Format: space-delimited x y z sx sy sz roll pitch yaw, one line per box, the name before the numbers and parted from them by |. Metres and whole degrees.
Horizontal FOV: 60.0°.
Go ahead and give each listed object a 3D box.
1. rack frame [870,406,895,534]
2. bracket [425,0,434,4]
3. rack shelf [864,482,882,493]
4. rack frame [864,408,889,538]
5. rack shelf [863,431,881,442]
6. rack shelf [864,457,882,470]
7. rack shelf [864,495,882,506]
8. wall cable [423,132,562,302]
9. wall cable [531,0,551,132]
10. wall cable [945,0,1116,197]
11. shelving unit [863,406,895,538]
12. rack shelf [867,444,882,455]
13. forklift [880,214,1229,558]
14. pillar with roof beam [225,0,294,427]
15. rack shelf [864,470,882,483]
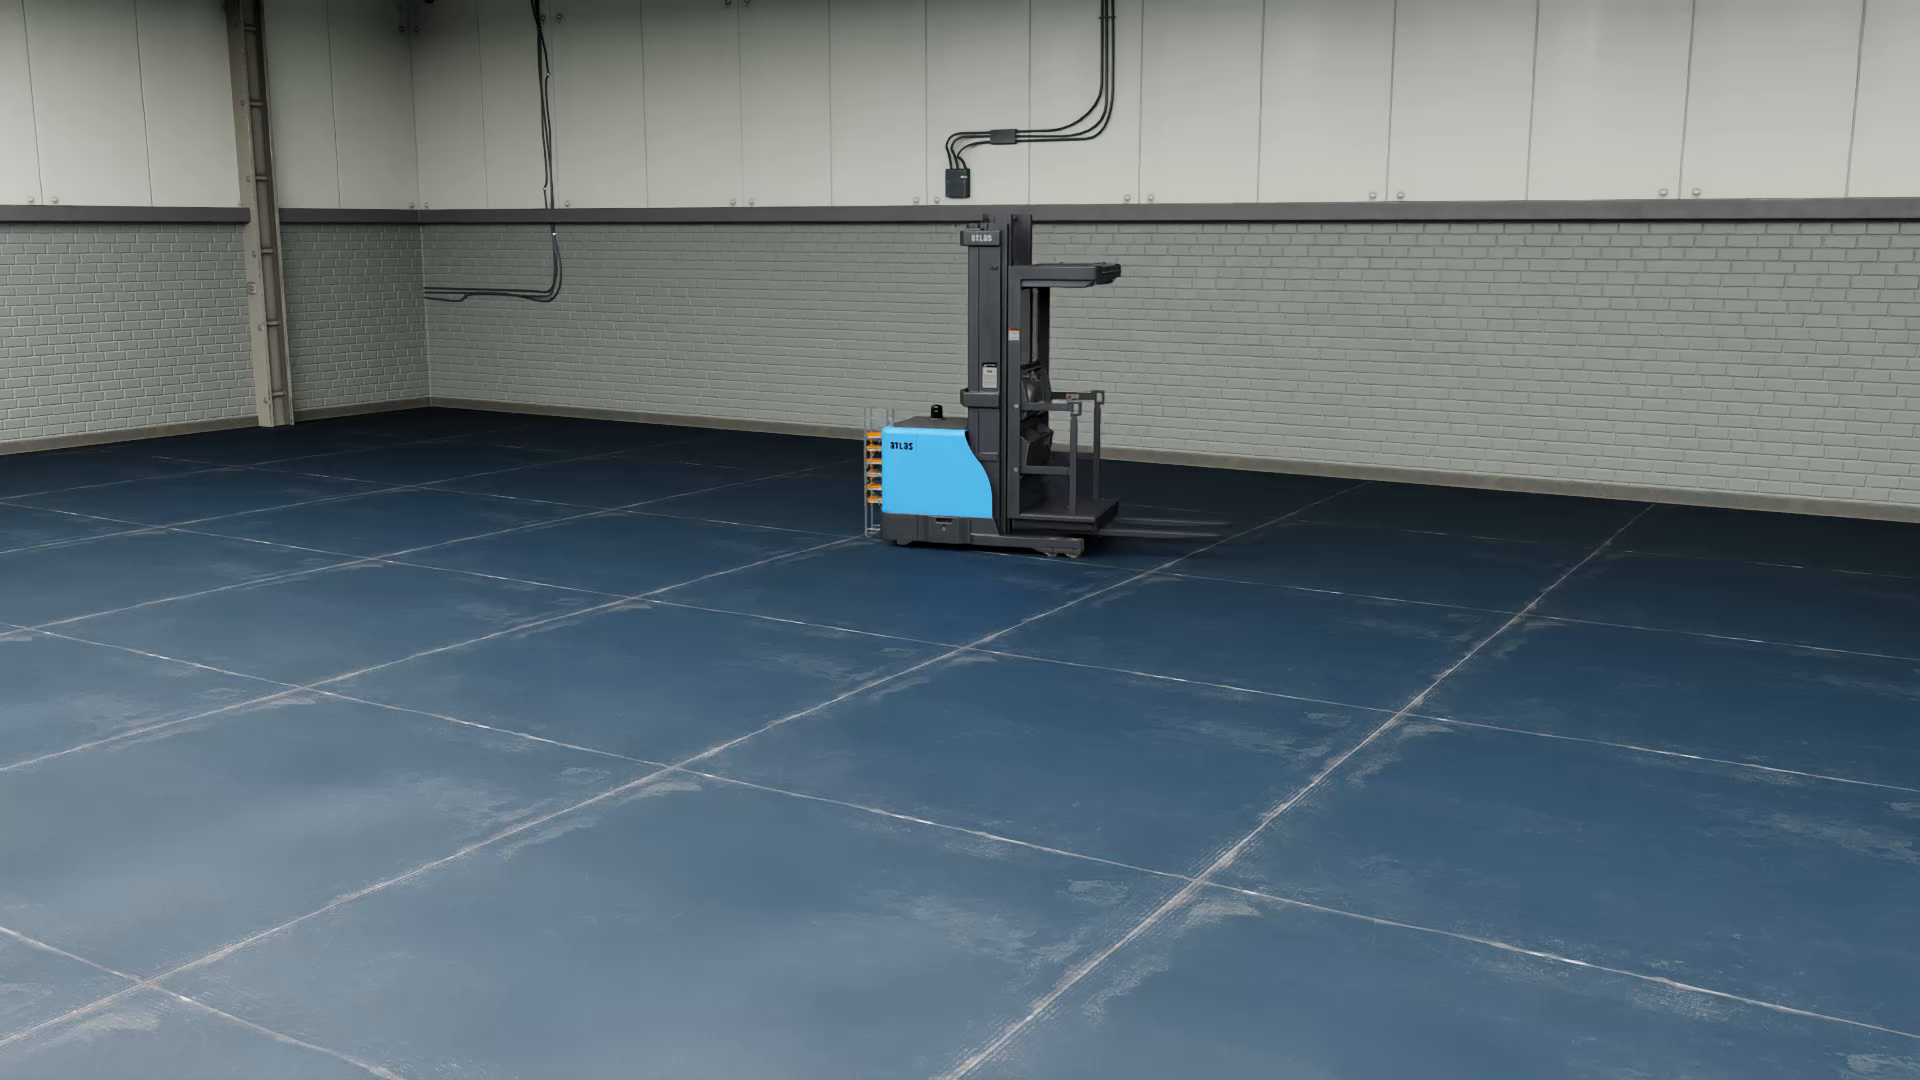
rack frame | -0.713 -0.642 15.419 0.240 1.200 0.006 3 11 15
bracket | -8.198 -8.270 25.189 0.235 0.232 0.430 6 12 31
rack shelf | -0.736 -0.464 15.362 0.258 0.103 0.180 3 11 15
rack frame | -0.760 -0.609 15.245 0.240 1.200 0.006 3 11 15
rack shelf | -0.736 -0.936 15.274 0.258 0.103 0.180 3 11 15
rack shelf | -0.736 -0.700 15.318 0.258 0.103 0.180 3 11 15
rack shelf | -0.736 -0.346 15.384 0.258 0.103 0.180 3 11 15
wall cable | -7.287 -4.907 25.447 3.097 2.526 0.112 6 12 31
wall cable | -4.975 -7.131 23.602 3.097 2.526 0.112 6 12 31
wall cable | 0.818 -7.196 19.991 2.305 6.003 0.169 6 12 31
shelving unit | -0.736 -0.626 15.332 0.258 1.200 0.189 3 11 15
rack shelf | -0.736 -0.818 15.296 0.258 0.103 0.180 3 11 15
forklift | 0.861 -1.394 14.732 3.031 2.935 1.130 3 11 16
pillar with roof beam | -6.268 -5.685 21.164 9.100 9.000 0.400 6 12 31
rack shelf | -0.736 -0.582 15.340 0.258 0.103 0.180 3 11 15
